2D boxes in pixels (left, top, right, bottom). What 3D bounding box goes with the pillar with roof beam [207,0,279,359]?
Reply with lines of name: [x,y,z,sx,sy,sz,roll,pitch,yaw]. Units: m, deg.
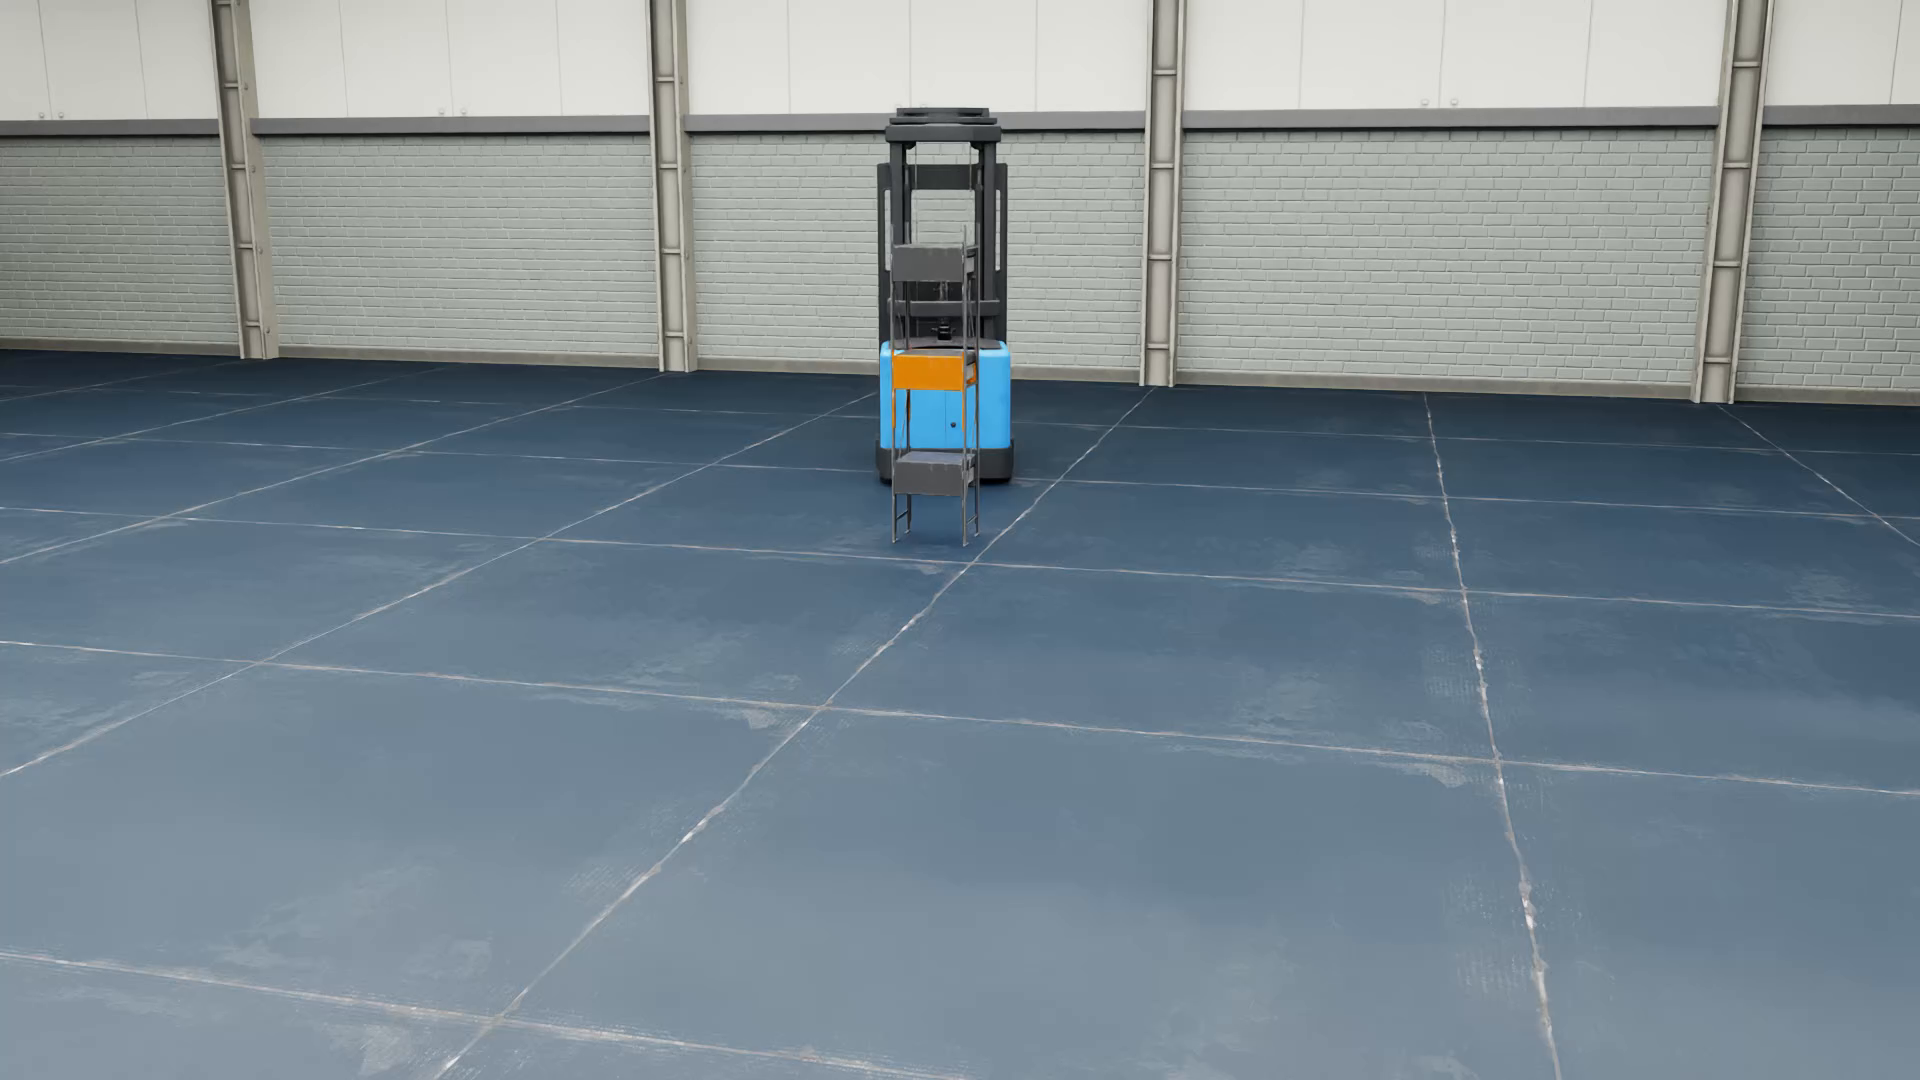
pillar with roof beam: [-10.373,-5.923,17.155,0.400,9.000,9.100,3,13,14]

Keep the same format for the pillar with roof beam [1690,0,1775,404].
pillar with roof beam: [7.102,-4.989,12.945,0.400,9.000,9.100,3,13,14]

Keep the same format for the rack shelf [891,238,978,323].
rack shelf: [-0.161,-1.704,10.896,0.480,0.518,0.431,3,13,14]

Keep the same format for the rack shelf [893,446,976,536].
rack shelf: [-0.161,-0.337,11.200,0.480,0.518,0.431,3,13,14]

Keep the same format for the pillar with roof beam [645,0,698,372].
pillar with roof beam: [-4.548,-5.612,15.751,0.400,9.000,9.100,3,13,14]

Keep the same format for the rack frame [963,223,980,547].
rack frame: [0.076,-1.021,10.988,0.015,2.100,0.400,3,13,14]

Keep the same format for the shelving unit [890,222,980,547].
shelving unit: [-0.161,-1.034,11.045,0.503,2.100,0.431,3,13,14]

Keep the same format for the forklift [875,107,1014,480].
forklift: [-0.154,-2.170,14.246,1.130,2.935,3.031,0,13,-2]

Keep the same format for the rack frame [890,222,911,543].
rack frame: [-0.398,-1.046,11.102,0.015,2.100,0.400,3,13,14]

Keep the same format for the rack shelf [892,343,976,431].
rack shelf: [-0.161,-1.020,11.048,0.480,0.518,0.431,3,13,14]

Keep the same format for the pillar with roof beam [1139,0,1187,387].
pillar with roof beam: [1.277,-5.300,14.348,0.400,9.000,9.100,3,13,14]
